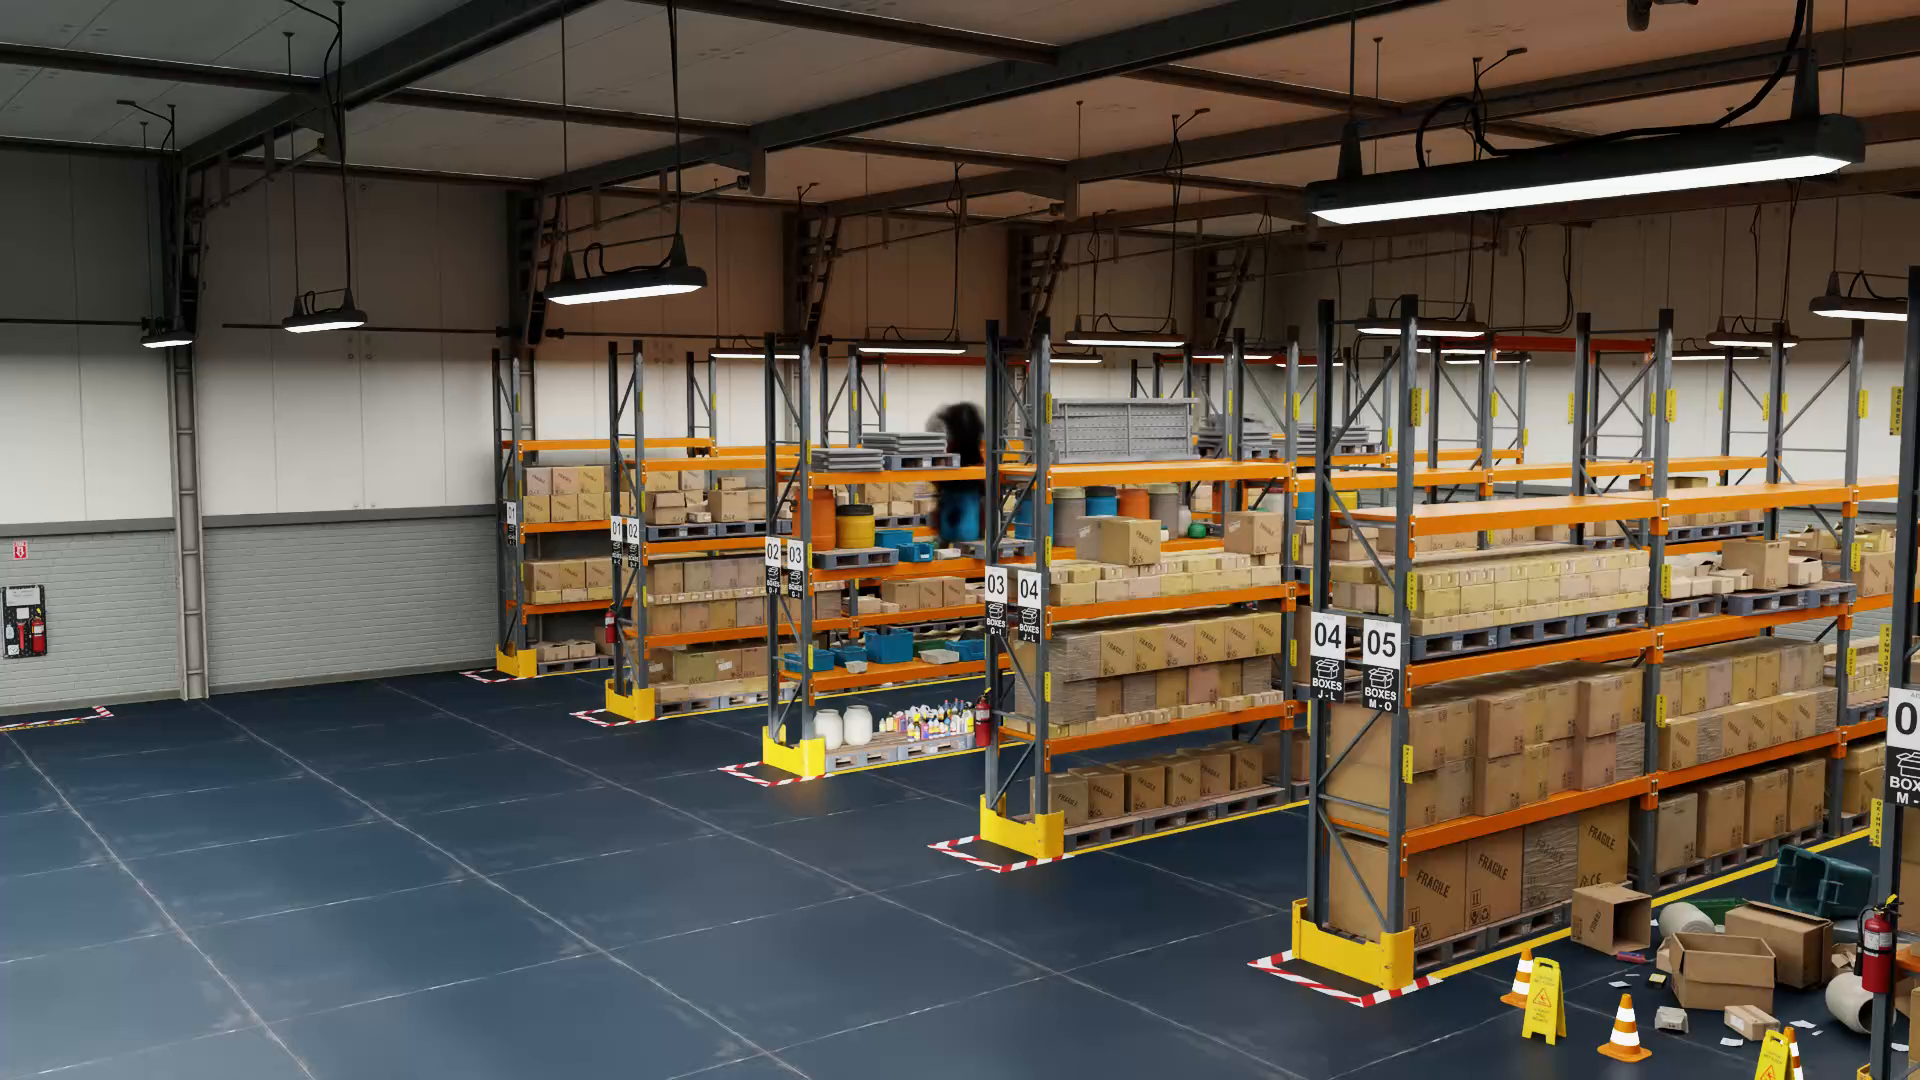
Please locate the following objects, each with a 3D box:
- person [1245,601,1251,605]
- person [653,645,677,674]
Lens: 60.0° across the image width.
[{"bbox_3d":[7.221,0.796,39.475,0.763,1.777,0.894,-1,5,-10],"label":"person"},{"bbox_3d":[-5.270,1.776,29.736,0.611,1.608,0.765,0,5,-4],"label":"person"}]
